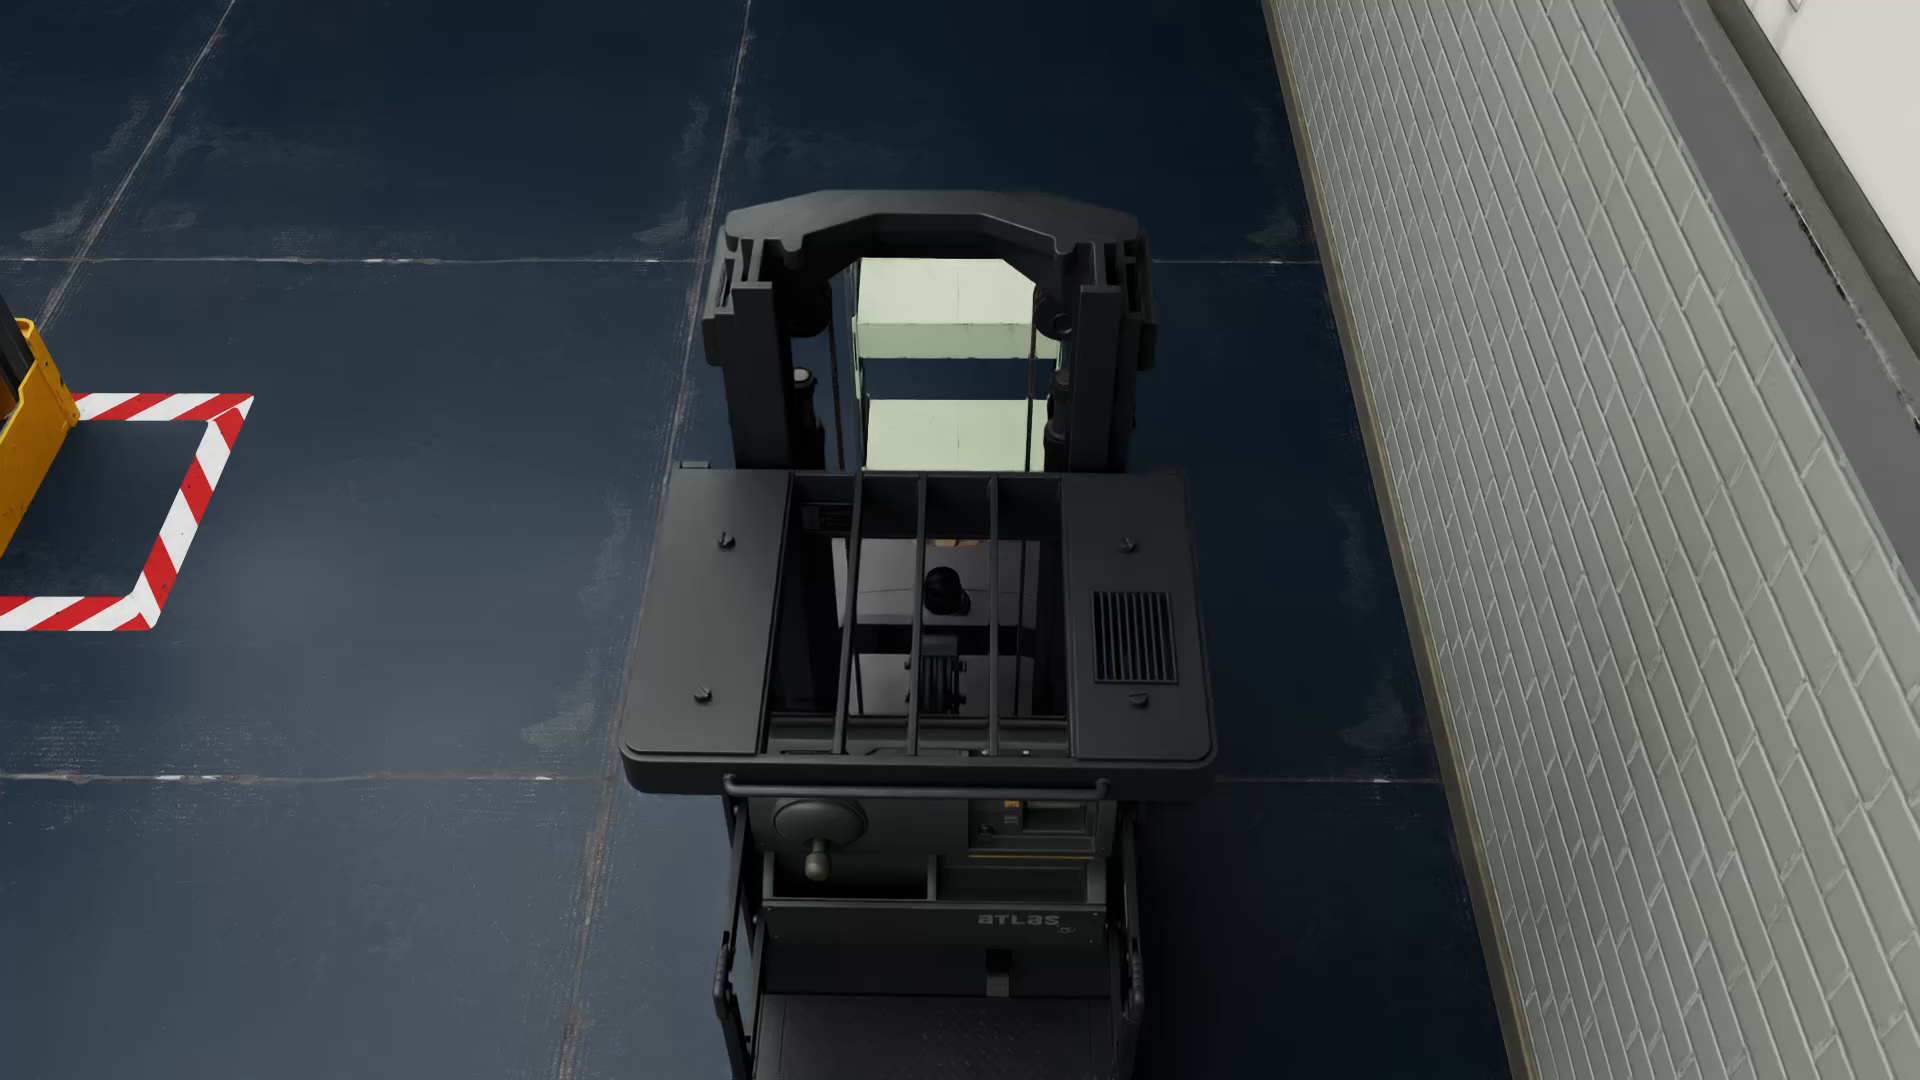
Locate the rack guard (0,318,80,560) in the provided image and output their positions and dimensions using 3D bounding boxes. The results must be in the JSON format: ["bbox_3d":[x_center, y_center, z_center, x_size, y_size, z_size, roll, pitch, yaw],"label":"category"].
[{"bbox_3d":[-4.010,-0.324,6.710,0.348,0.500,1.175,0,47,0],"label":"rack guard"}]

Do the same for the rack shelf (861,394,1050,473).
[{"bbox_3d":[-0.007,-0.289,6.440,0.720,0.370,0.431,0,47,0],"label":"rack shelf"}]

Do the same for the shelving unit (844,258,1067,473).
[{"bbox_3d":[-0.007,-0.511,6.201,0.755,1.500,0.431,0,47,0],"label":"shelving unit"}]

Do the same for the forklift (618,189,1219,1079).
[{"bbox_3d":[-0.070,0.762,4.038,1.130,2.935,3.031,1,47,1],"label":"forklift"}]

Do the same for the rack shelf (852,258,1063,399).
[{"bbox_3d":[-0.007,-0.777,5.915,0.720,0.370,0.431,0,47,0],"label":"rack shelf"}]

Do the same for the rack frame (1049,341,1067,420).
[{"bbox_3d":[0.359,-0.510,6.200,0.023,1.500,0.400,0,47,0],"label":"rack frame"}]

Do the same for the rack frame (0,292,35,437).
[{"bbox_3d":[-3.934,-1.175,5.795,0.127,3.000,1.000,0,47,0],"label":"rack frame"}]

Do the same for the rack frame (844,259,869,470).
[{"bbox_3d":[-0.373,-0.512,6.202,0.023,1.500,0.400,0,47,0],"label":"rack frame"}]
